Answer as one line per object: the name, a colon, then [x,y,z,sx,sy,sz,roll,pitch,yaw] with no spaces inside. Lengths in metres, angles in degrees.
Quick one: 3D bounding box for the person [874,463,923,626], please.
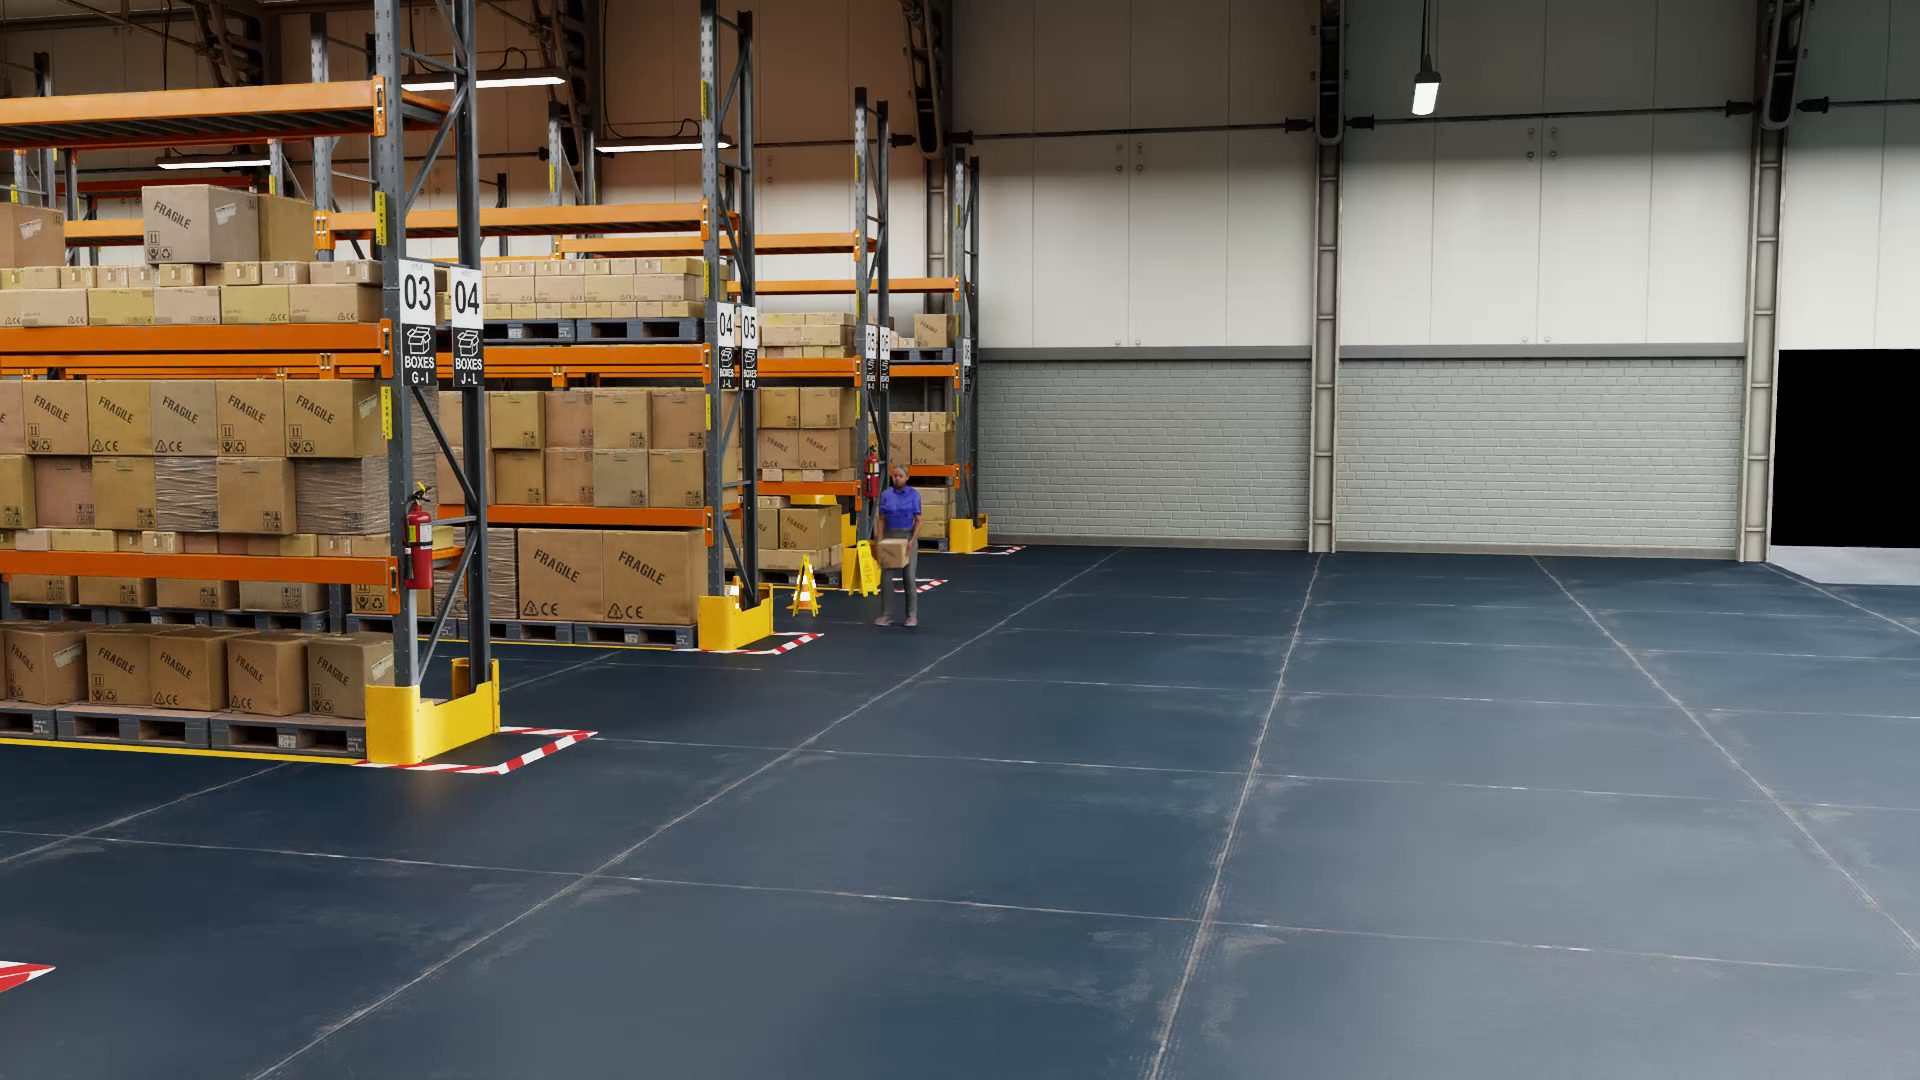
person: [-0.626,0.047,16.992,0.481,1.662,0.391,1,5,13]
